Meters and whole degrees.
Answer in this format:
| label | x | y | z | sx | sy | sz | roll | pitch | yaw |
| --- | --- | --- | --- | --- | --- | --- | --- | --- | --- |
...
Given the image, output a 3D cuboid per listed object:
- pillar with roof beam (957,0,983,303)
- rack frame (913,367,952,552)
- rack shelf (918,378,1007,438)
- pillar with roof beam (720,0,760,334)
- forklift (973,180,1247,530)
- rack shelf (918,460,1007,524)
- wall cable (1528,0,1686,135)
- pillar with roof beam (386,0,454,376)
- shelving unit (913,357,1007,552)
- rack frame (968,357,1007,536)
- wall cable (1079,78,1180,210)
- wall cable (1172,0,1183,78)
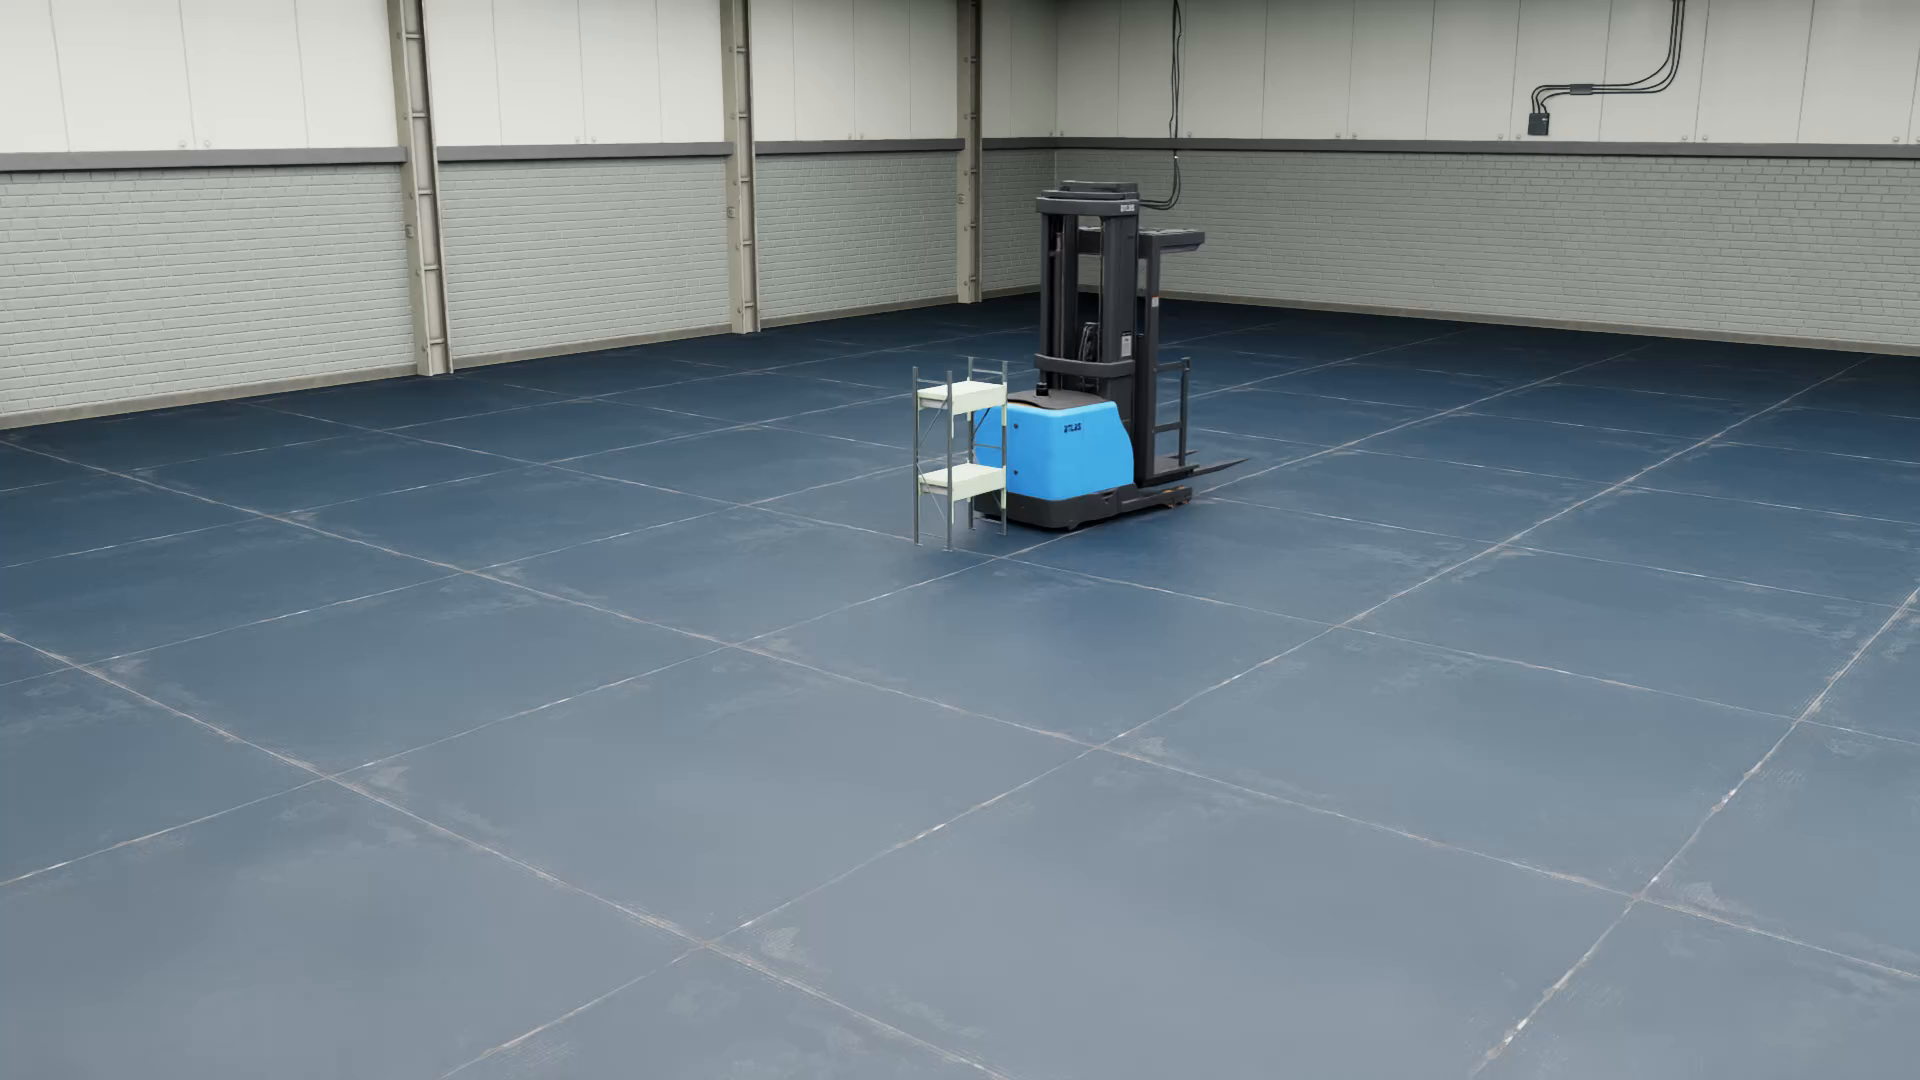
| label | x | y | z | sx | sy | sz | roll | pitch | yaw |
| --- | --- | --- | --- | --- | --- | --- | --- | --- | --- |
| pillar with roof beam | 3.529 | -8.330 | 28.638 | 9.100 | 9.000 | 0.400 | 11 | 18 | 38 |
| rack frame | -0.226 | -0.658 | 13.667 | 0.400 | 1.500 | 0.023 | 11 | 18 | 38 |
| rack shelf | 0.004 | -1.106 | 13.847 | 0.431 | 0.370 | 0.720 | 11 | 18 | 38 |
| pillar with roof beam | -0.242 | -7.181 | 24.115 | 9.100 | 9.000 | 0.400 | 11 | 18 | 38 |
| forklift | 1.513 | -1.796 | 15.239 | 3.031 | 2.935 | 1.130 | -14 | 20 | -43 |
| rack shelf | 0.004 | -0.412 | 14.024 | 0.431 | 0.370 | 0.720 | 11 | 18 | 38 |
| wall cable | 10.435 | -9.532 | 26.462 | 2.305 | 6.003 | 0.169 | 11 | 18 | 38 |
| pillar with roof beam | -4.013 | -6.032 | 19.592 | 9.100 | 9.000 | 0.400 | 11 | 18 | 38 |
| shelving unit | 0.004 | -0.728 | 13.943 | 0.431 | 1.500 | 0.755 | 11 | 18 | 38 |
| rack frame | 0.234 | -0.798 | 14.219 | 0.400 | 1.500 | 0.023 | 11 | 18 | 38 |
| wall cable | 3.061 | -7.851 | 33.058 | 3.097 | 2.526 | 0.112 | 11 | 18 | 38 |
| wall cable | 5.165 | -9.880 | 30.788 | 3.097 | 2.526 | 0.112 | 11 | 18 | 38 |
